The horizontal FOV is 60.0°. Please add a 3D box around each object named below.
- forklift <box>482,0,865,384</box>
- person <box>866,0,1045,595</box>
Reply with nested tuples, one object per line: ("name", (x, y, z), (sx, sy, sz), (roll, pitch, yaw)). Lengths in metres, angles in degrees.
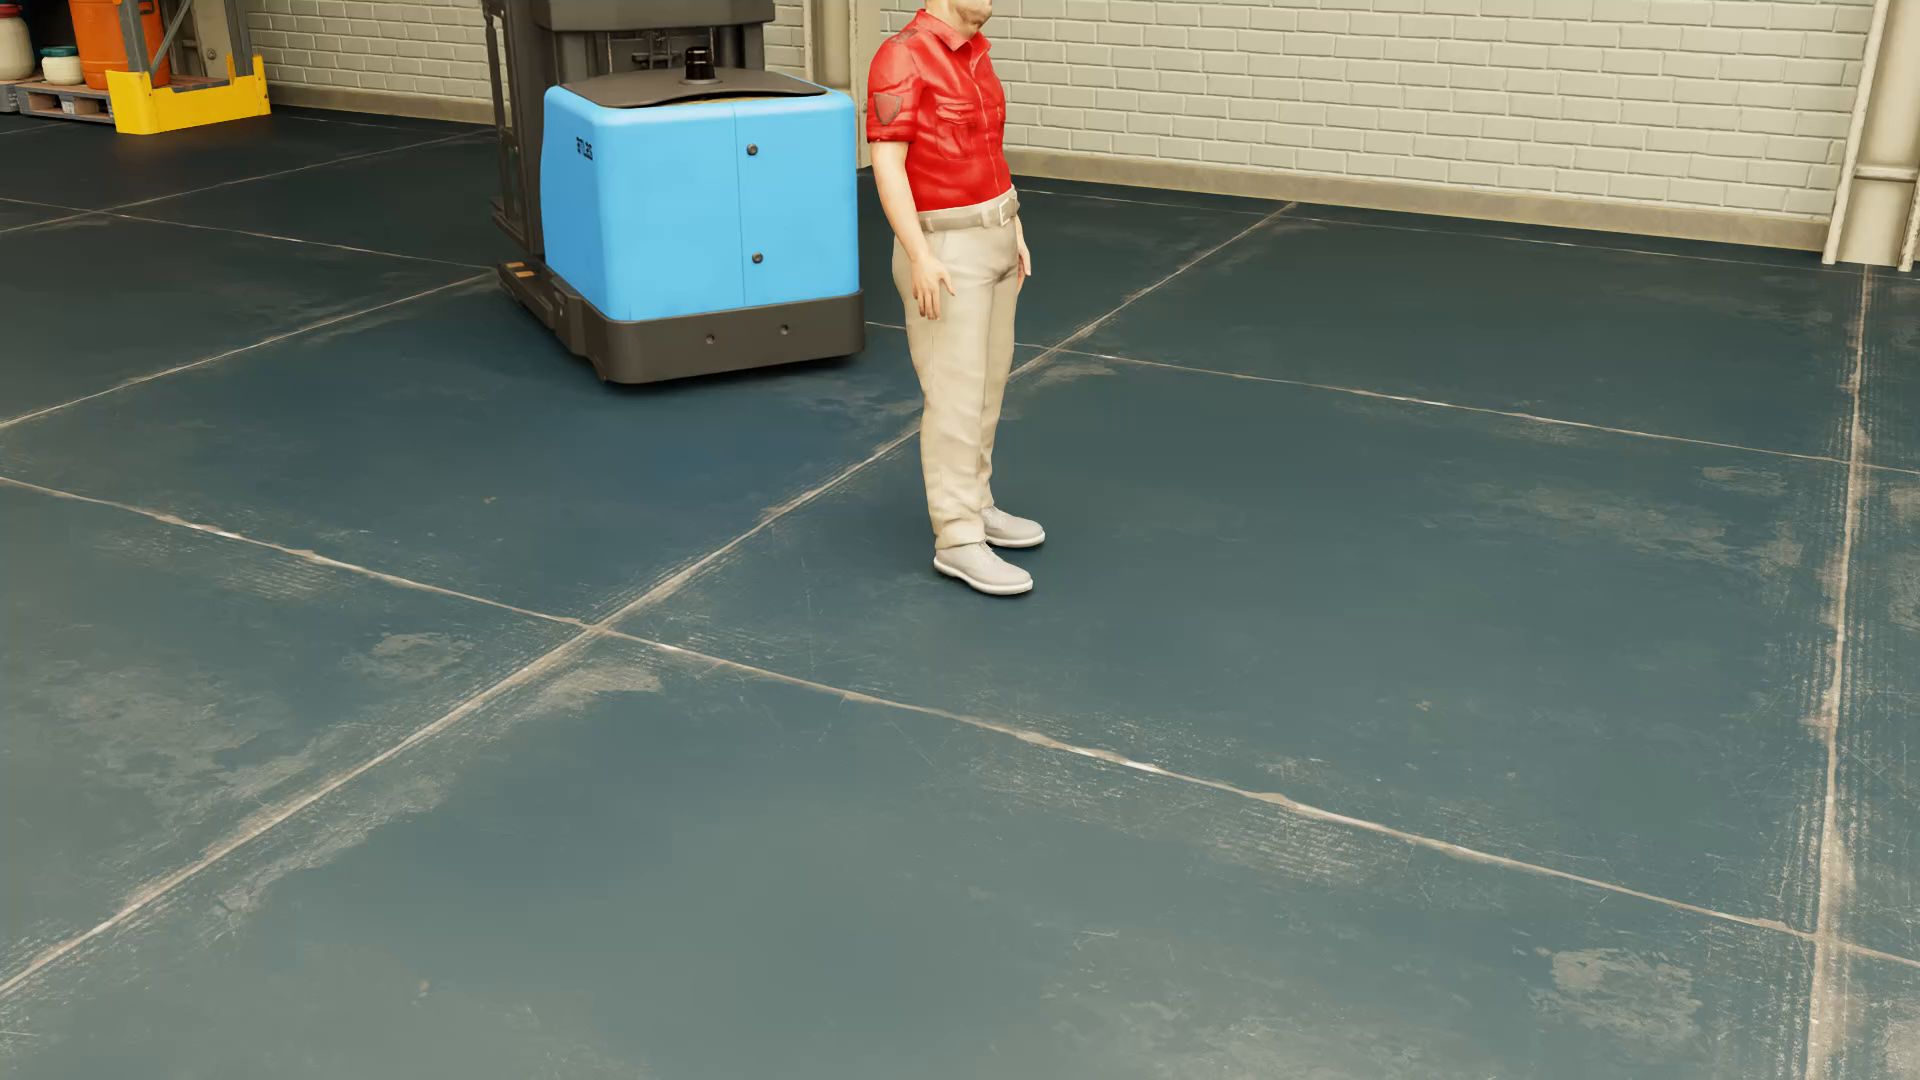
("forklift", (-1.493, -2.477, 7.158), (1.130, 2.935, 3.031), (-11, 25, -24))
("person", (0.074, -0.782, 4.678), (0.551, 1.727, 0.640), (11, 25, 25))
